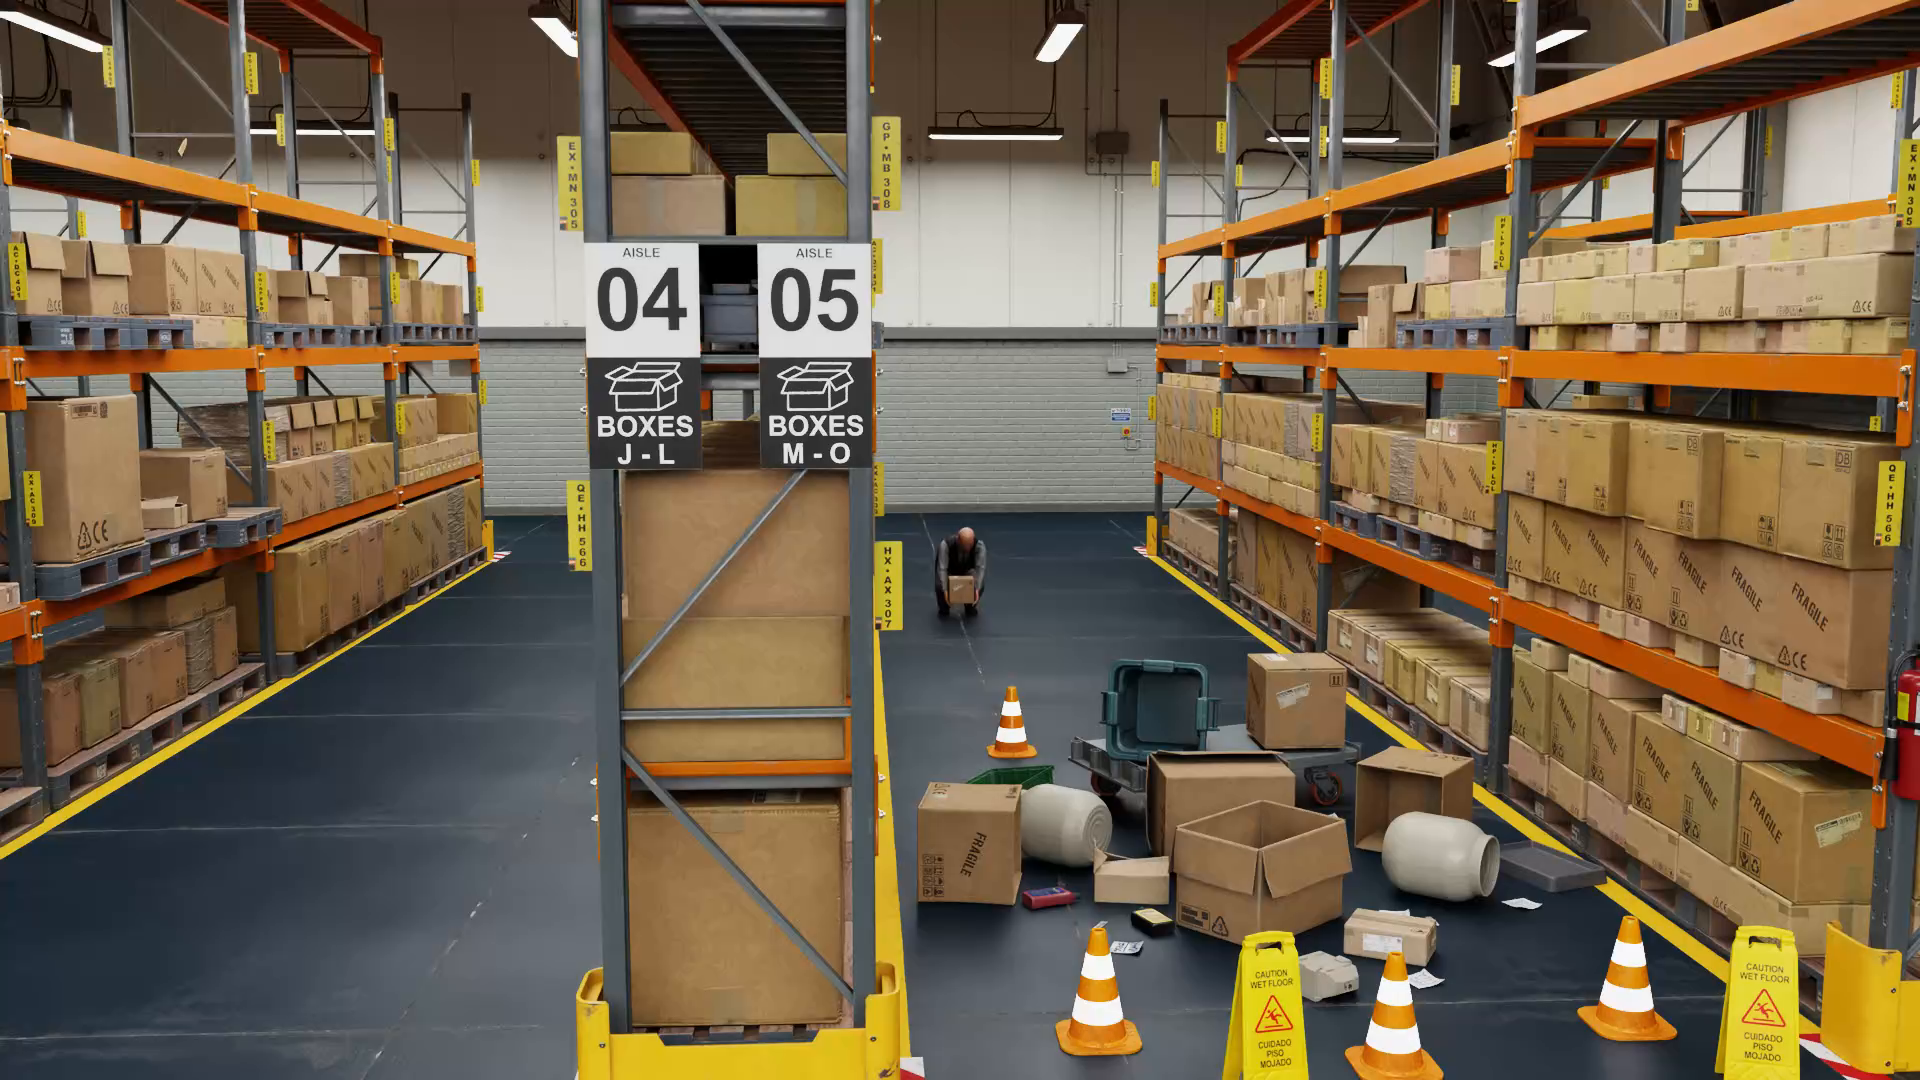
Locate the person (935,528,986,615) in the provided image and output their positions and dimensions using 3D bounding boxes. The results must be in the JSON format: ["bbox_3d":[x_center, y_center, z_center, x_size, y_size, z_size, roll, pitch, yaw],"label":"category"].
[{"bbox_3d":[-0.003,0.323,17.428,0.540,0.952,0.876,0,7,-4],"label":"person"}]
